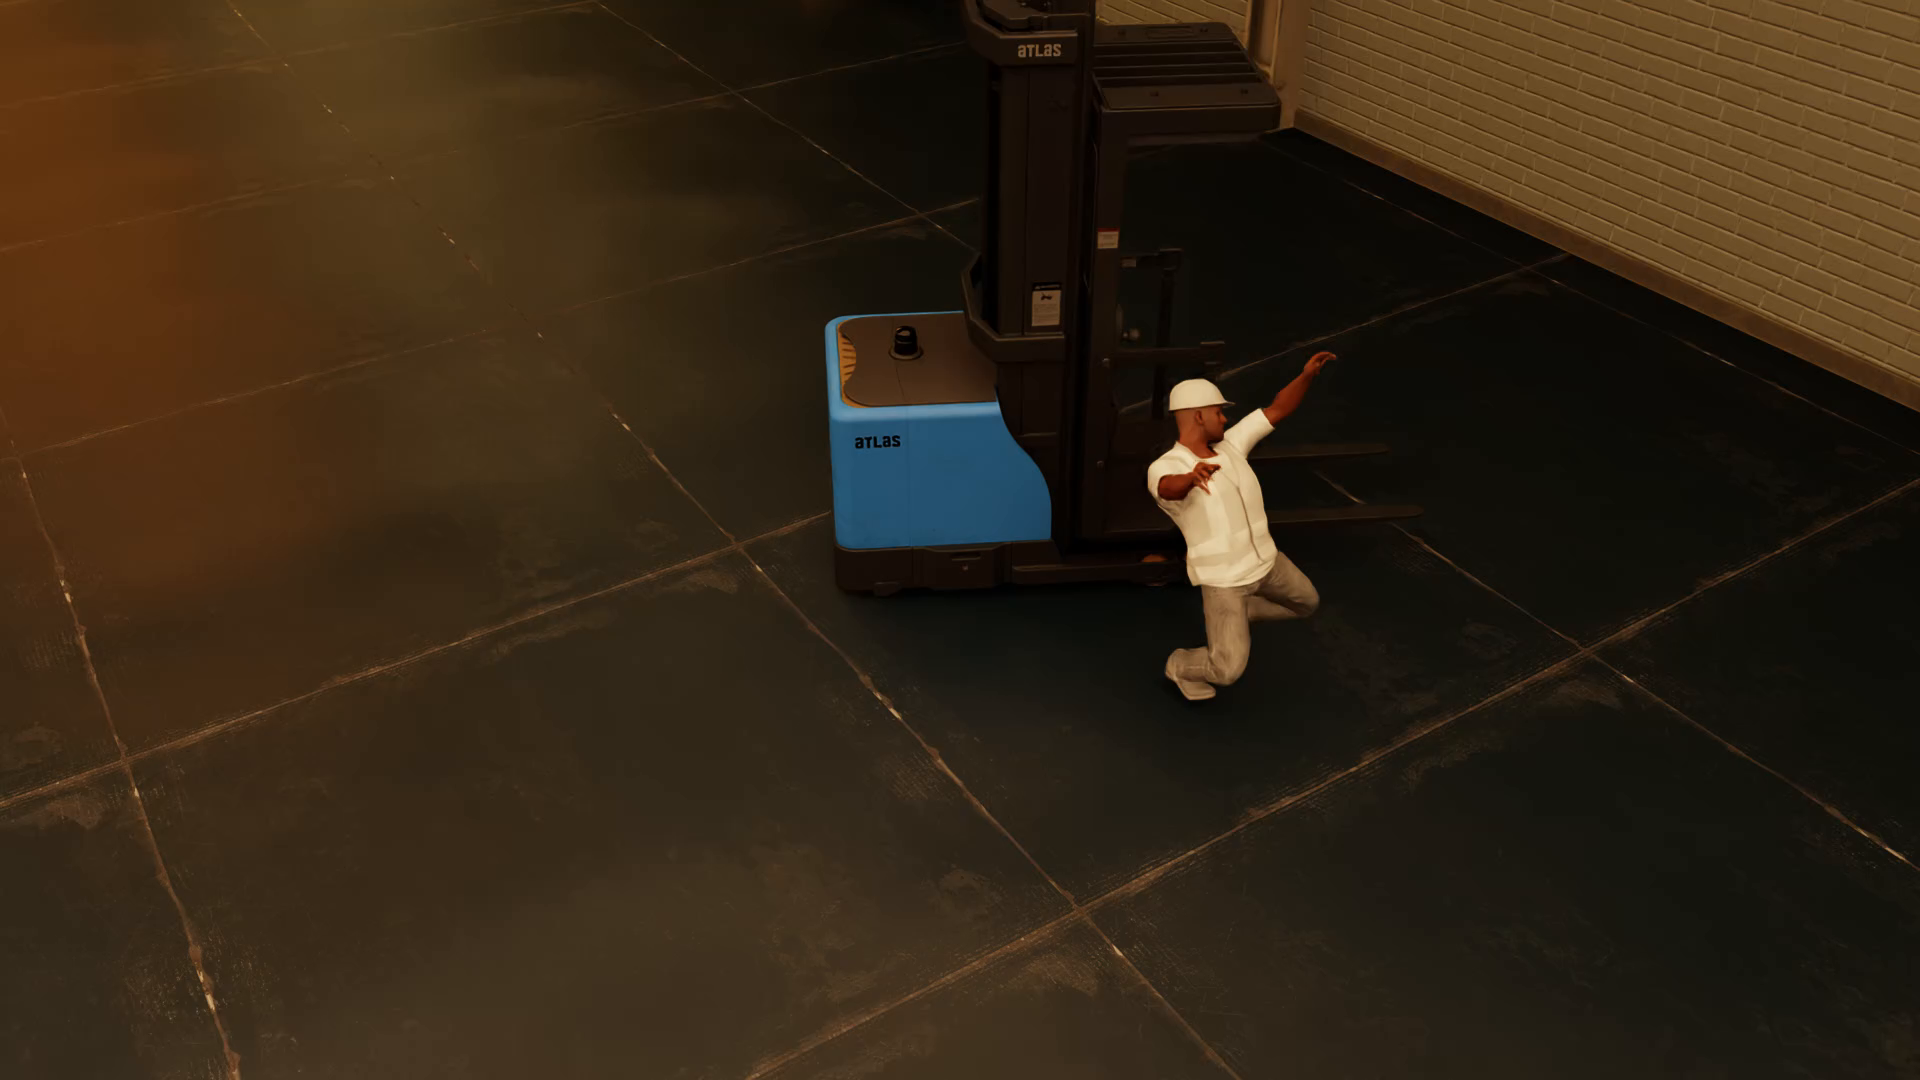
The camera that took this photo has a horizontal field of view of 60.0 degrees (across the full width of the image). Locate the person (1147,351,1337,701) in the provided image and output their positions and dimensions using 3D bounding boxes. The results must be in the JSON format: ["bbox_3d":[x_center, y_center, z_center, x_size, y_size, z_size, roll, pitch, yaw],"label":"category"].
[{"bbox_3d":[1.105,0.000,7.259,0.743,1.645,1.035,28,44,34],"label":"person"}]

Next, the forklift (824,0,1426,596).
[{"bbox_3d":[0.849,-1.265,7.947,3.031,2.935,1.130,-3,35,-4],"label":"forklift"}]
